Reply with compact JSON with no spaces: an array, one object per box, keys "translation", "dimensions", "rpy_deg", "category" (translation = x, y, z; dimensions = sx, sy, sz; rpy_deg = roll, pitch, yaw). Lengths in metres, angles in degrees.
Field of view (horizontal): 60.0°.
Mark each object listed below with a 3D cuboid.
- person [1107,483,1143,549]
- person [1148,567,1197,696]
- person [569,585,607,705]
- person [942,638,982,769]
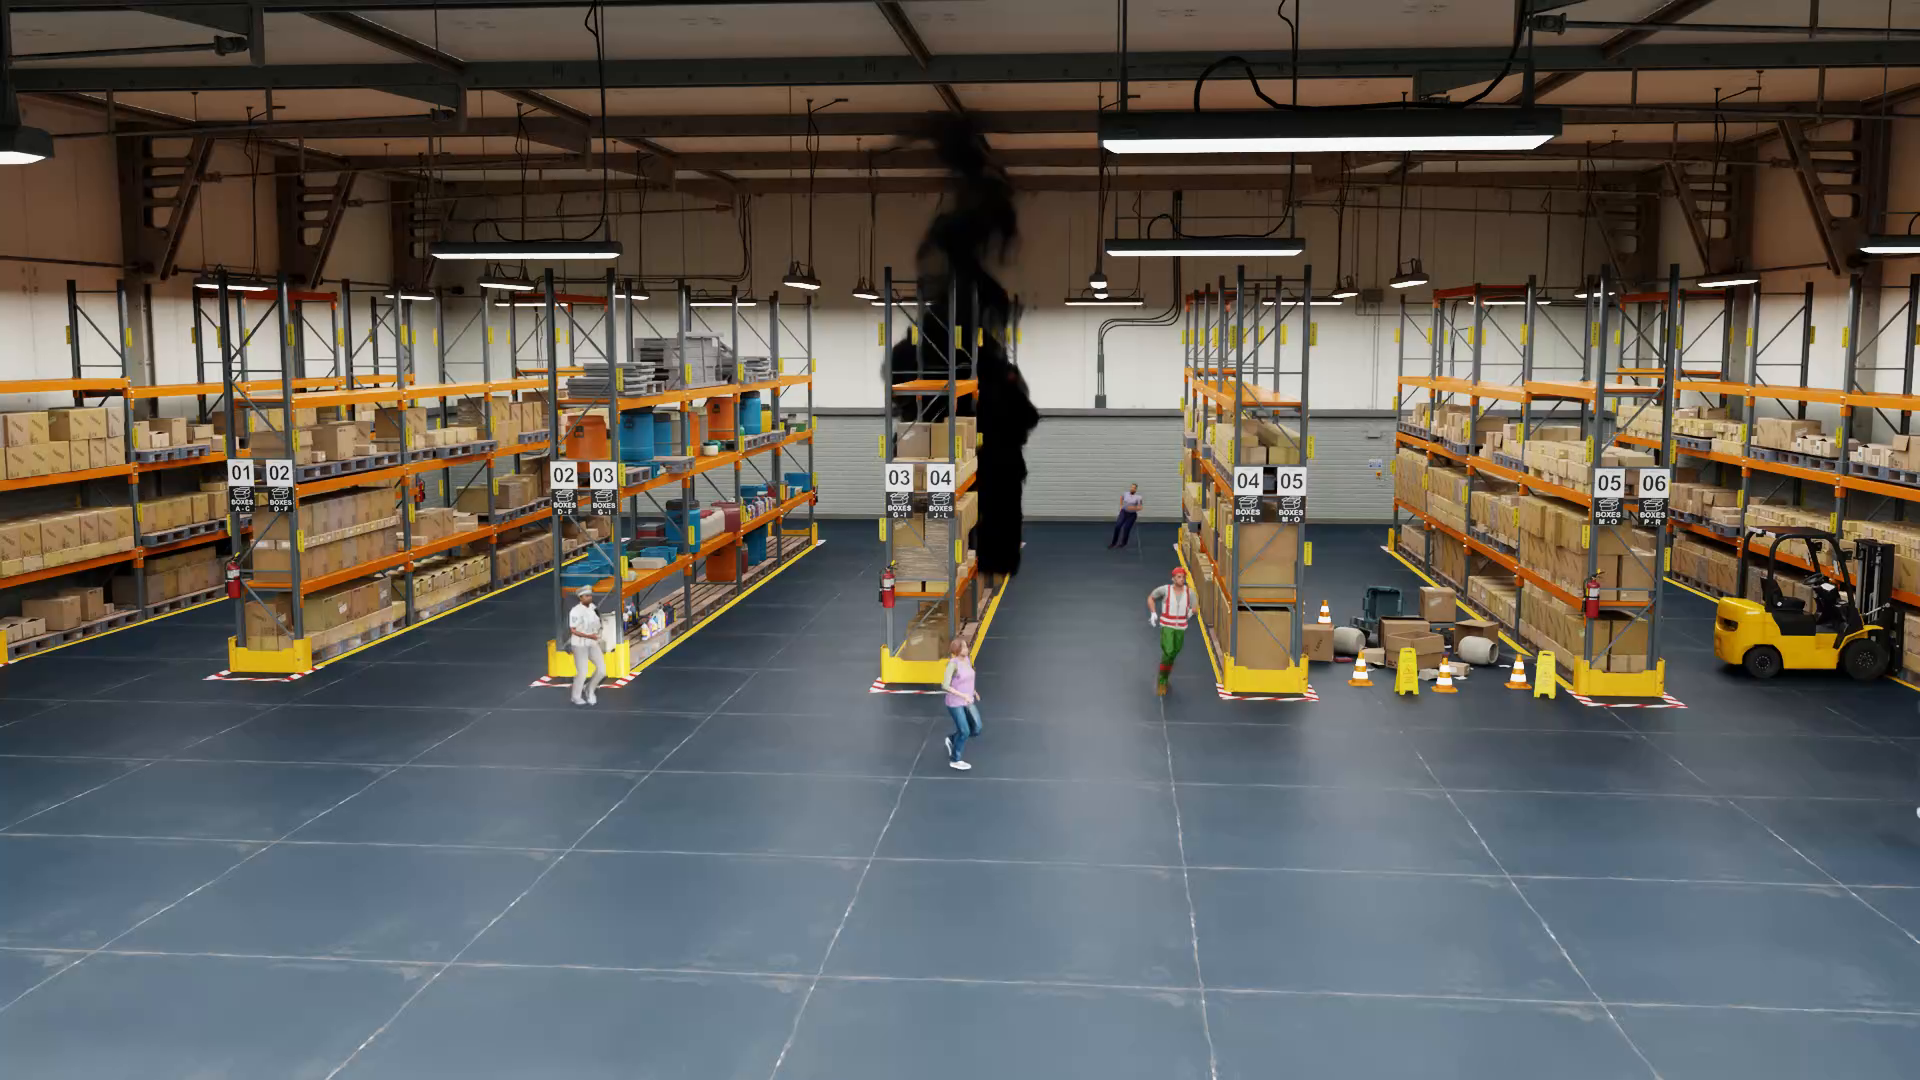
[{"translation":[3.944,-0.572,39.547],"dimensions":[0.819,1.595,0.647],"rpy_deg":[2,7,18],"category":"person"},{"translation":[3.042,1.273,23.621],"dimensions":[0.657,1.820,0.777],"rpy_deg":[-2,7,-13],"category":"person"},{"translation":[-5.039,1.436,22.606],"dimensions":[0.647,1.686,0.596],"rpy_deg":[6,9,38],"category":"person"},{"translation":[0.008,1.897,19.284],"dimensions":[0.530,1.554,0.512],"rpy_deg":[5,9,37],"category":"person"}]
